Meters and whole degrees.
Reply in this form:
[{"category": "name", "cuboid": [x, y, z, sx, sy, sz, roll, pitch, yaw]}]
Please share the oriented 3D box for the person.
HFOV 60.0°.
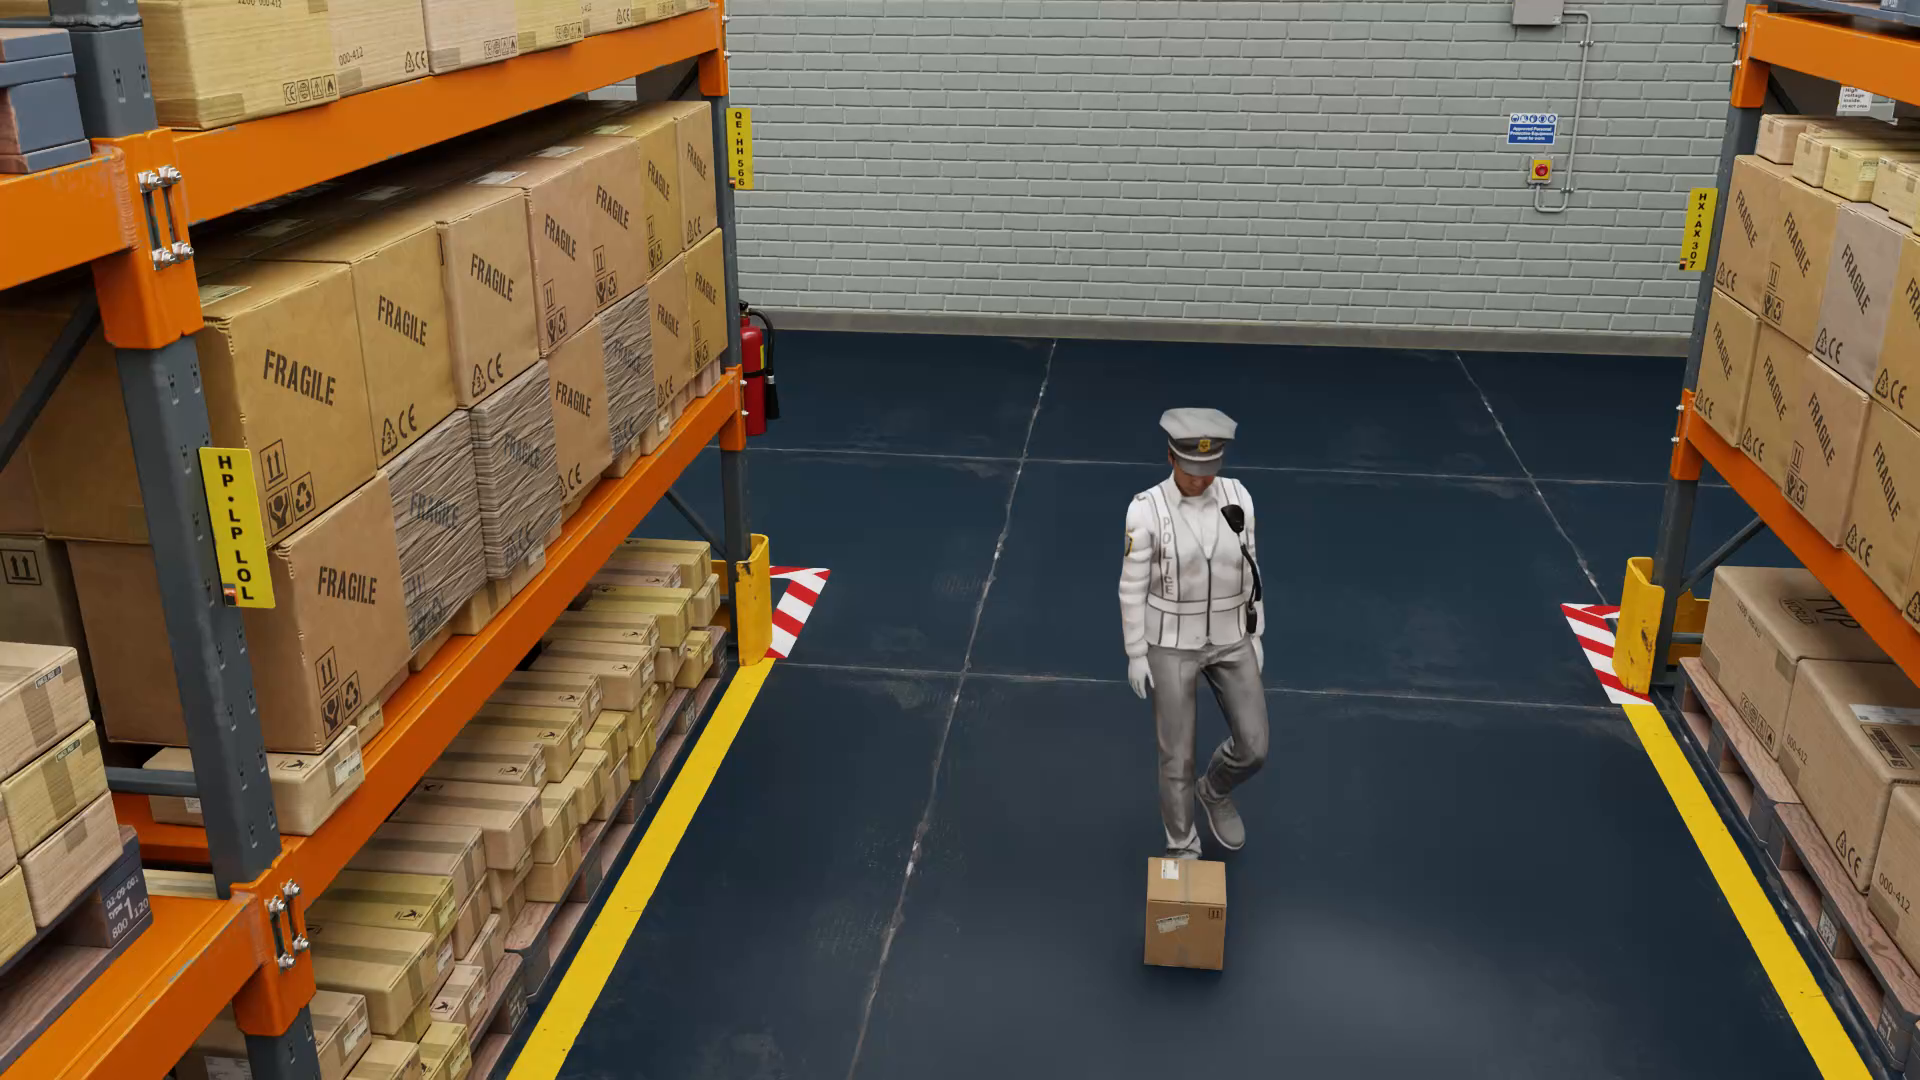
[{"category": "person", "cuboid": [0.798, 0.382, 5.543, 0.511, 1.658, 0.537, -4, 22, -9]}]
